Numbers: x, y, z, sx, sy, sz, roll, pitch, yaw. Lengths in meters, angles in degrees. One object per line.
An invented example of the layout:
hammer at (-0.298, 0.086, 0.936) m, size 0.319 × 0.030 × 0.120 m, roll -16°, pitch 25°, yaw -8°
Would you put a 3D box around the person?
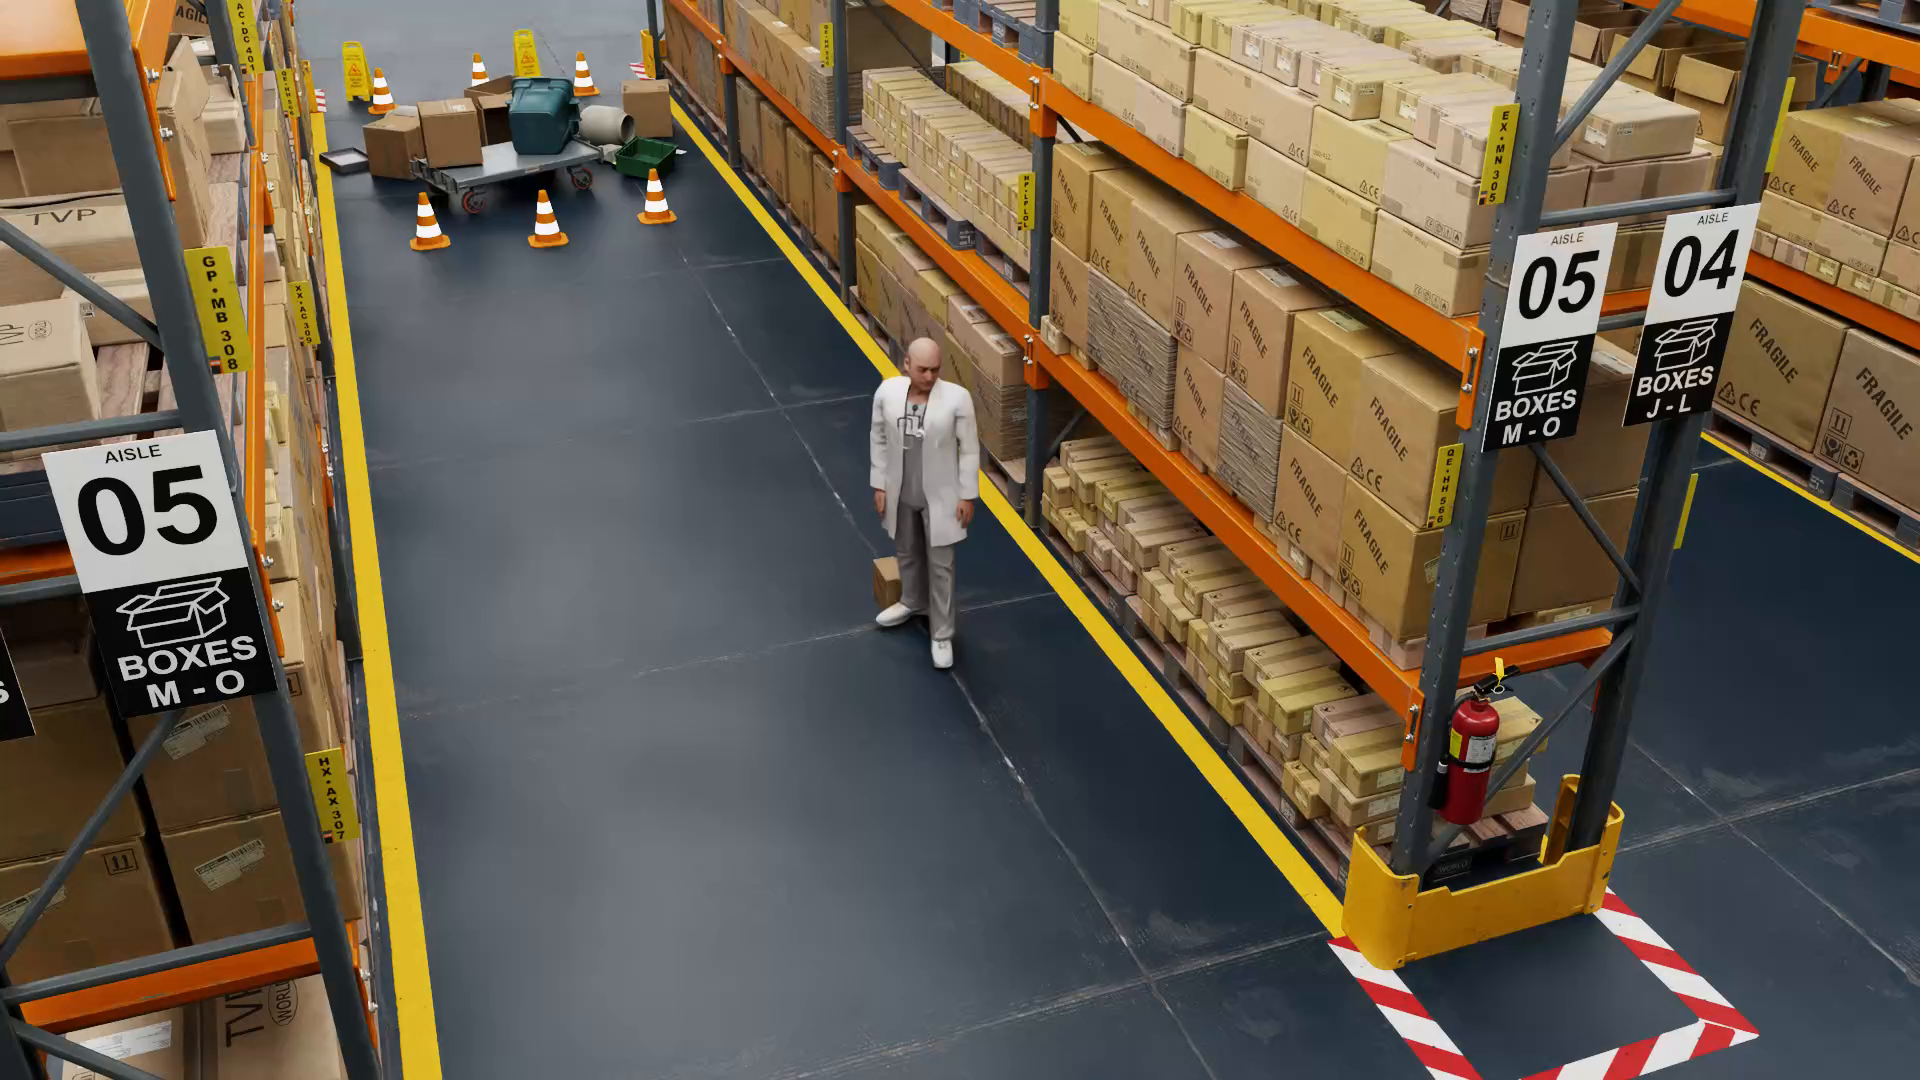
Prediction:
person at (-0.199, -0.235, 8.752) m, size 0.600 × 1.779 × 0.585 m, roll 10°, pitch 31°, yaw 18°
